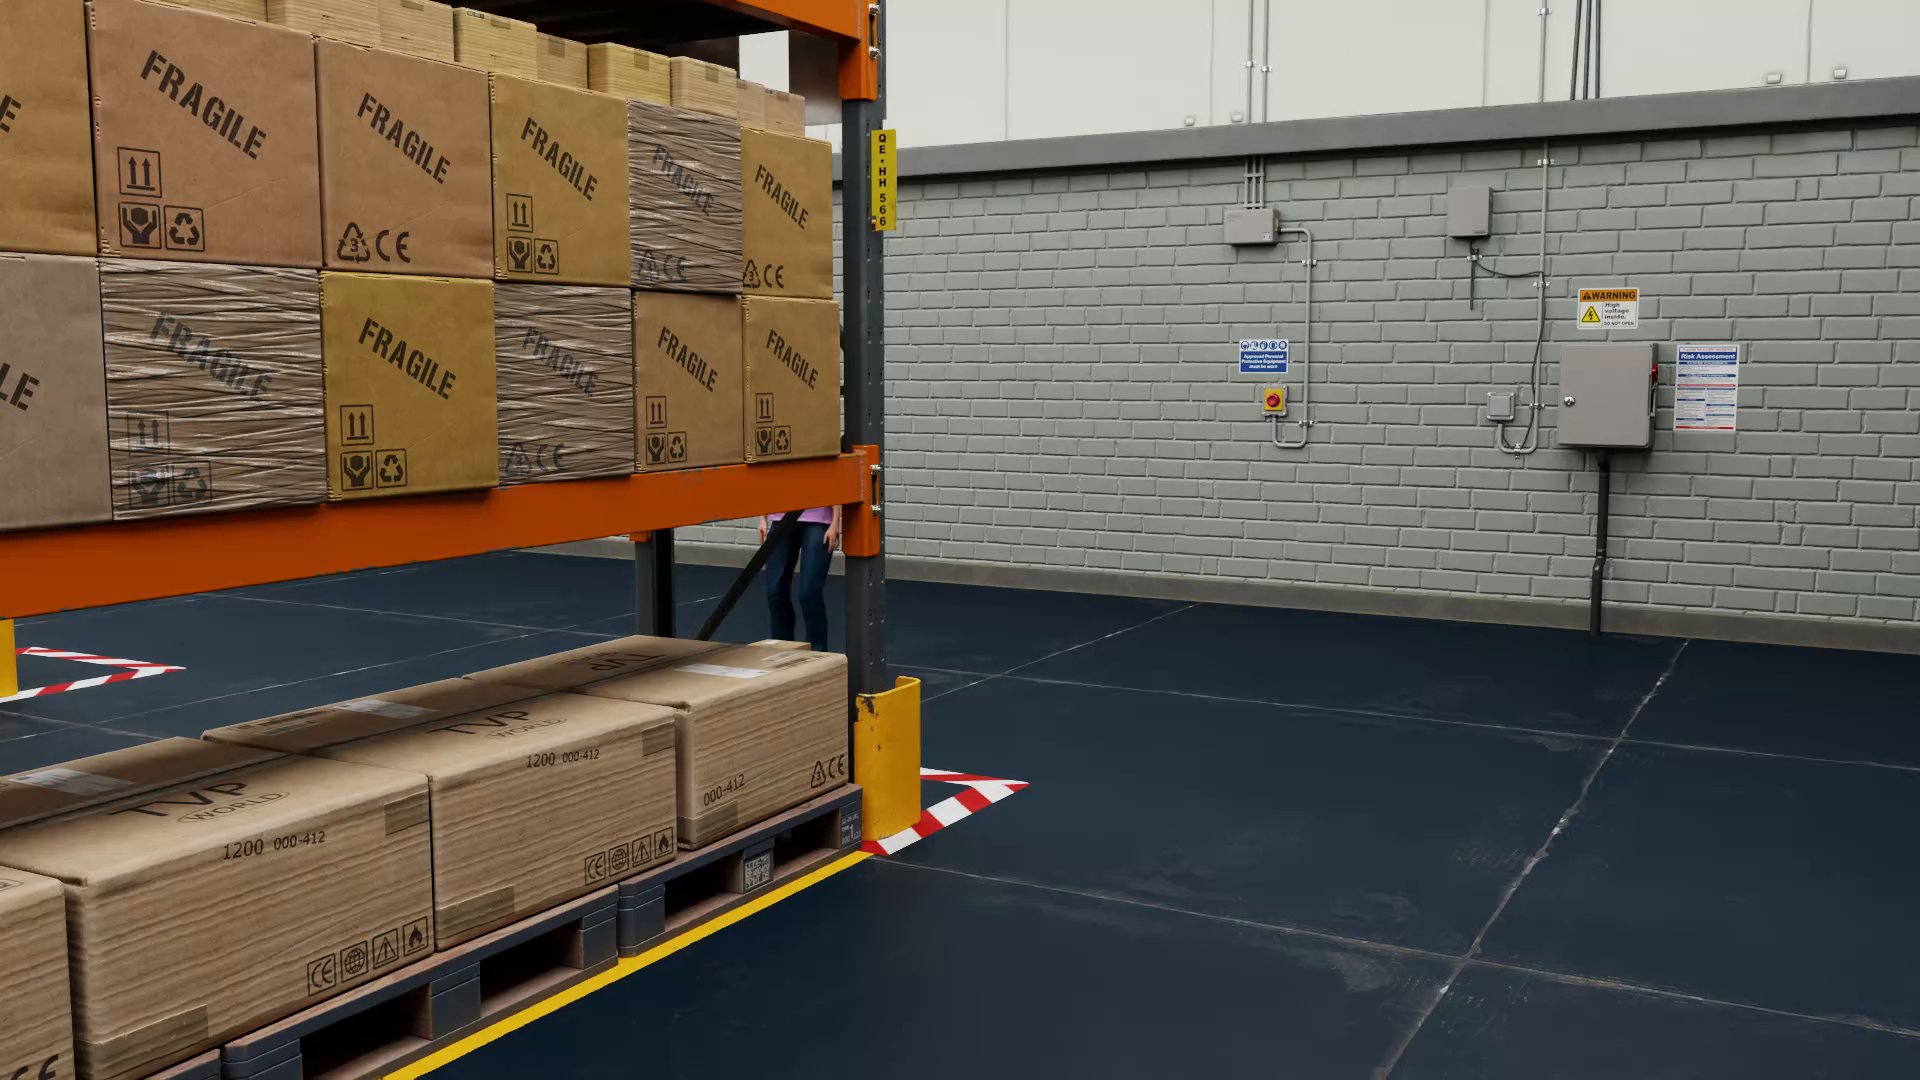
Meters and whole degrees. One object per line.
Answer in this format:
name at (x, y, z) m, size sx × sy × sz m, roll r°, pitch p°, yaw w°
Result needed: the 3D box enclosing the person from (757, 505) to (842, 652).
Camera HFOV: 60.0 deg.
person at (-0.790, -0.054, 8.133) m, size 0.474 × 1.580 × 0.377 m, roll 3°, pitch 7°, yaw 25°
